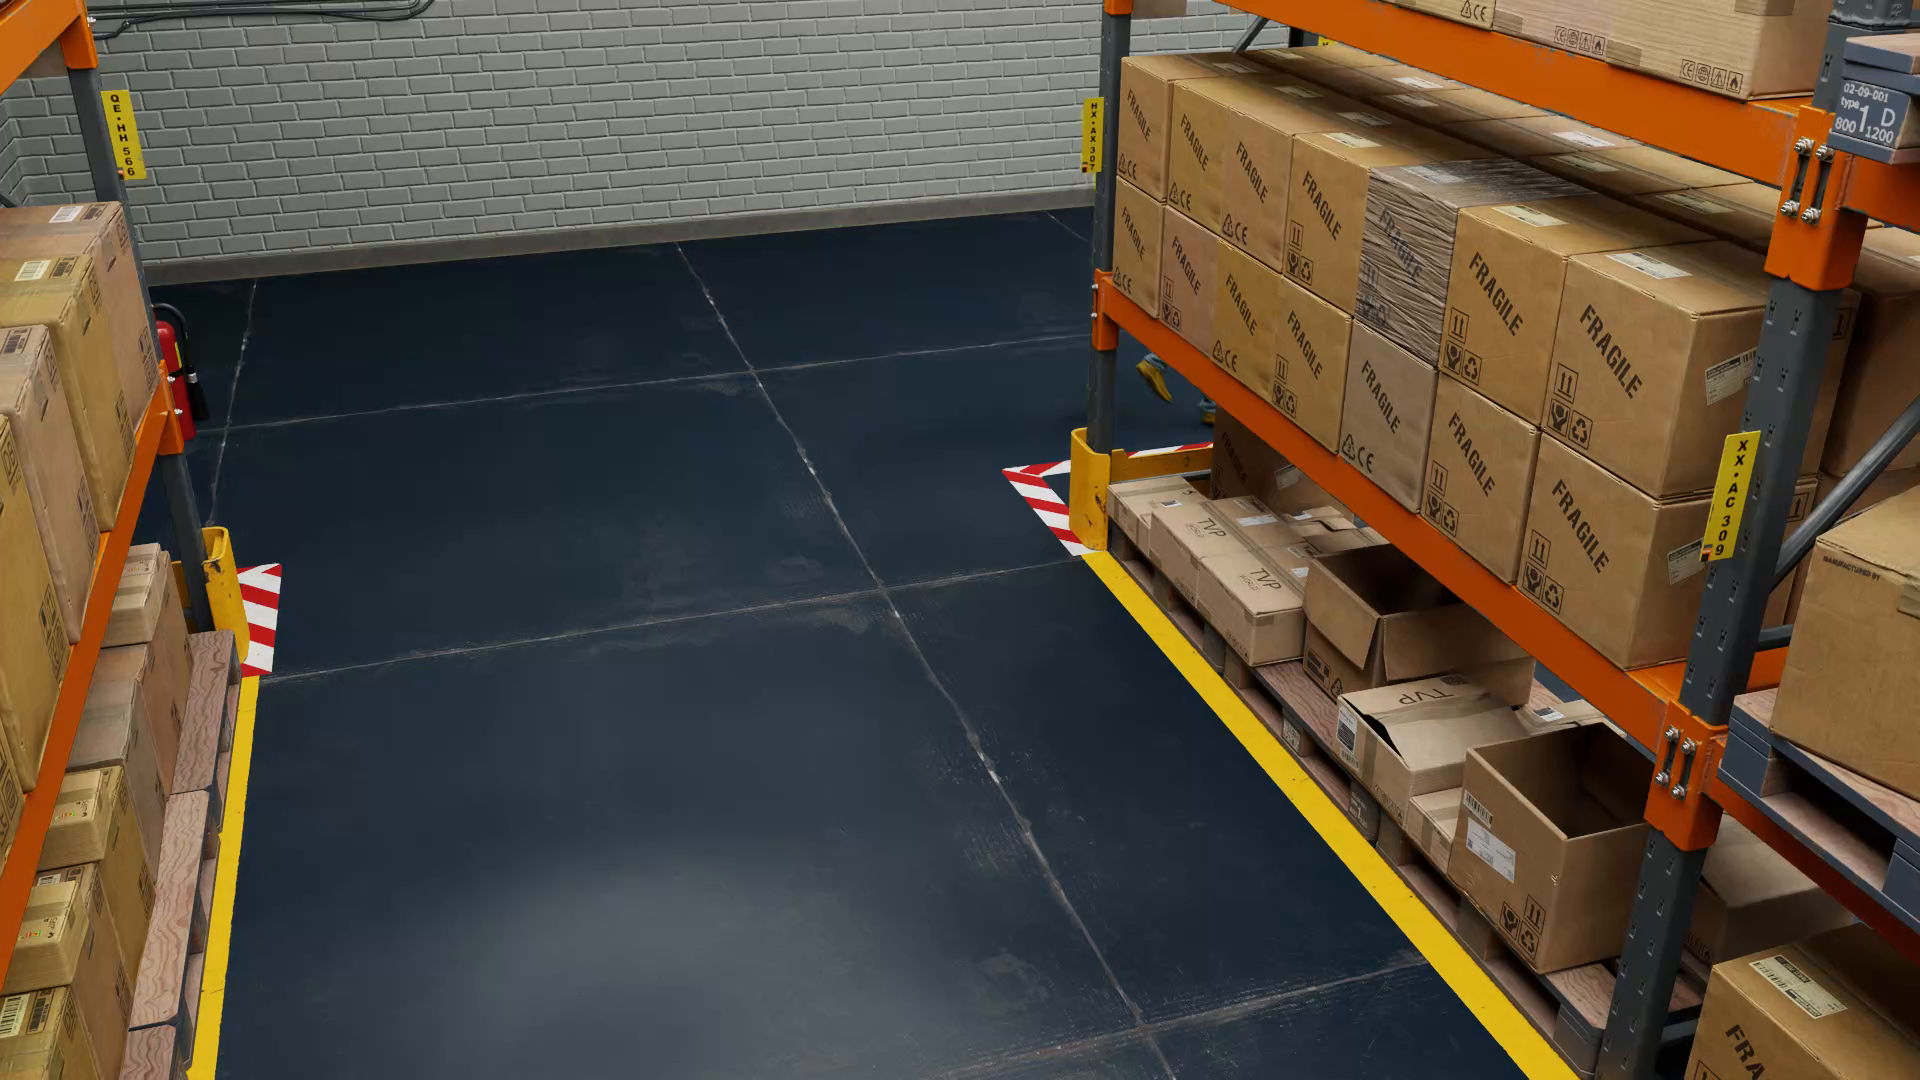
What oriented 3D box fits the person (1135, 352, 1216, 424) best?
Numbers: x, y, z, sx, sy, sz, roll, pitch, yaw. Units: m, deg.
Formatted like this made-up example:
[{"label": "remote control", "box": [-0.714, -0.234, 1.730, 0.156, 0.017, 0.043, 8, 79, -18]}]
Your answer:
[{"label": "person", "box": [1.345, -1.473, 9.068, 0.659, 1.750, 0.634, -5, 27, -11]}]
